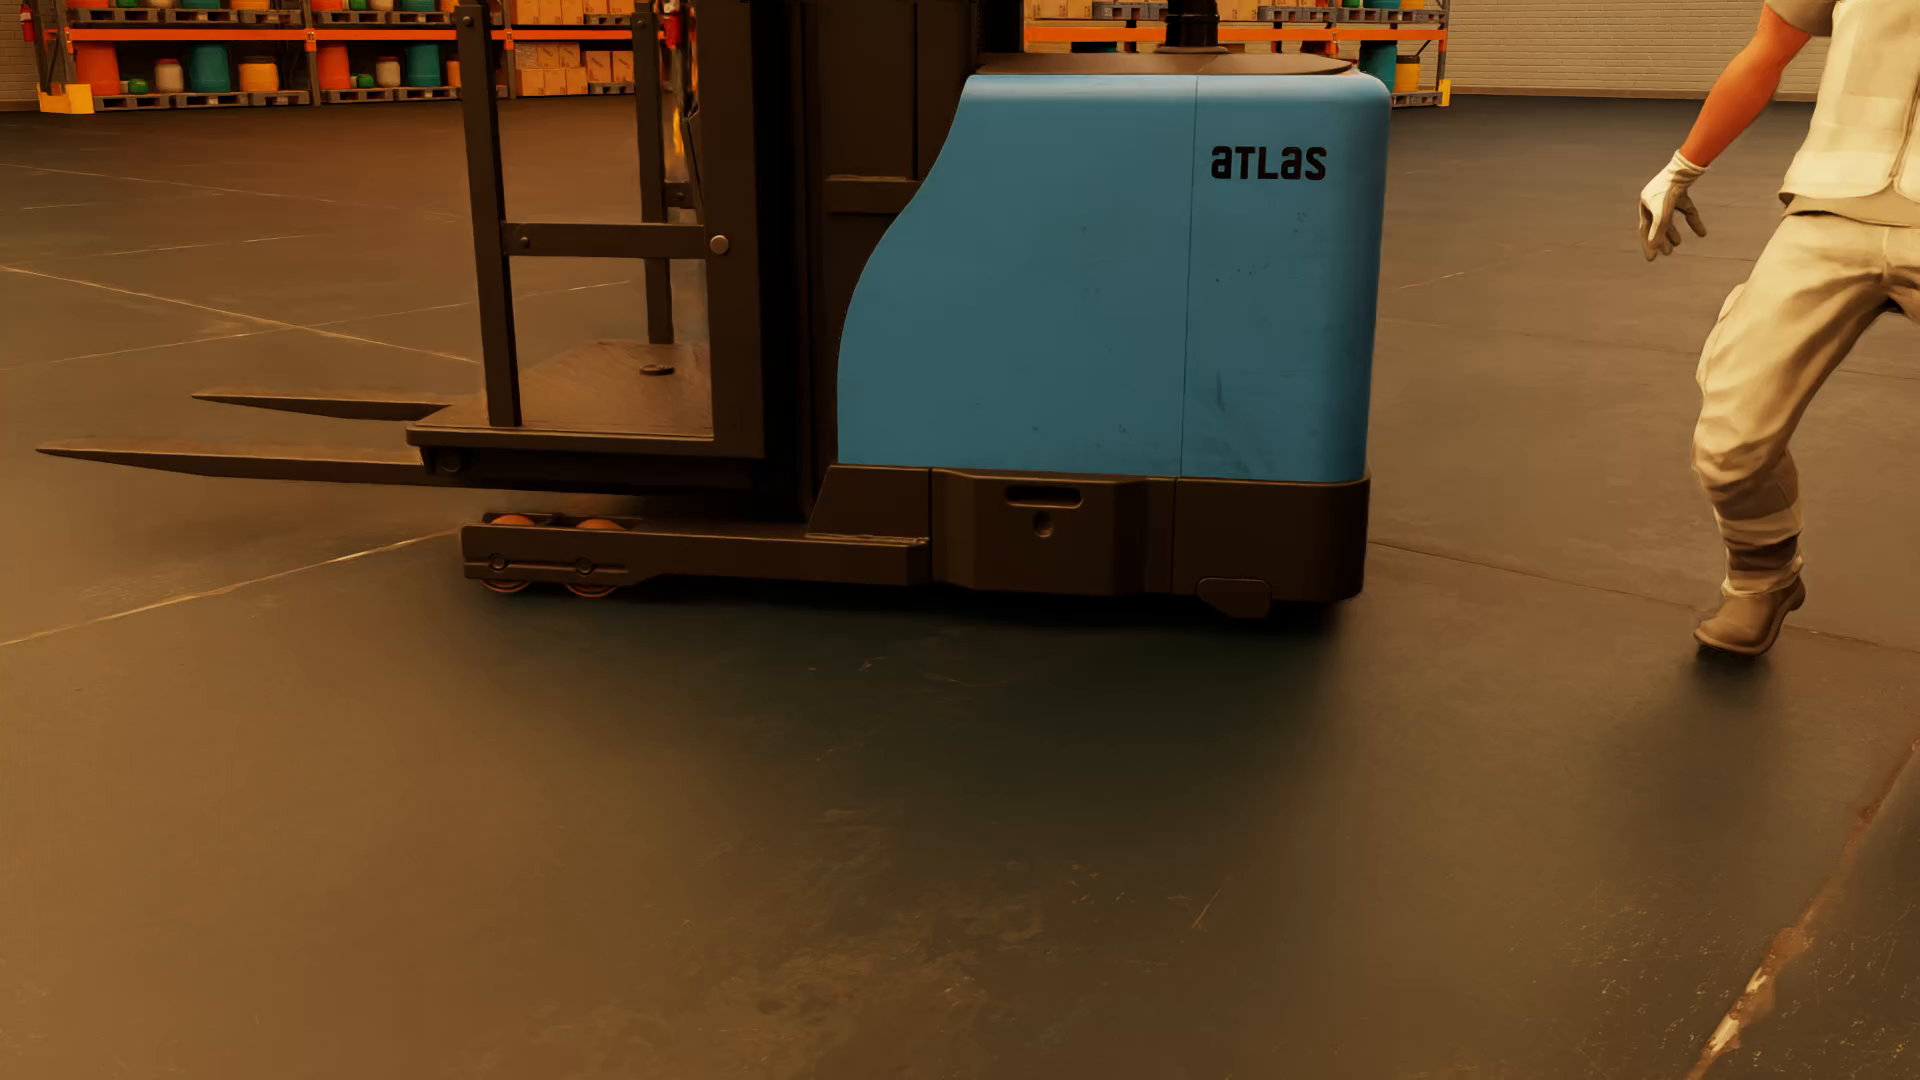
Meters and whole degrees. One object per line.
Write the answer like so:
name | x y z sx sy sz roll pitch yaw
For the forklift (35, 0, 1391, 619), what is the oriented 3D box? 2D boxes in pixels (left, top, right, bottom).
forklift | -0.613 -1.427 3.596 3.031 2.935 1.130 3 17 9

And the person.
person | 1.600 -0.550 2.832 0.907 1.695 0.469 15 22 40
